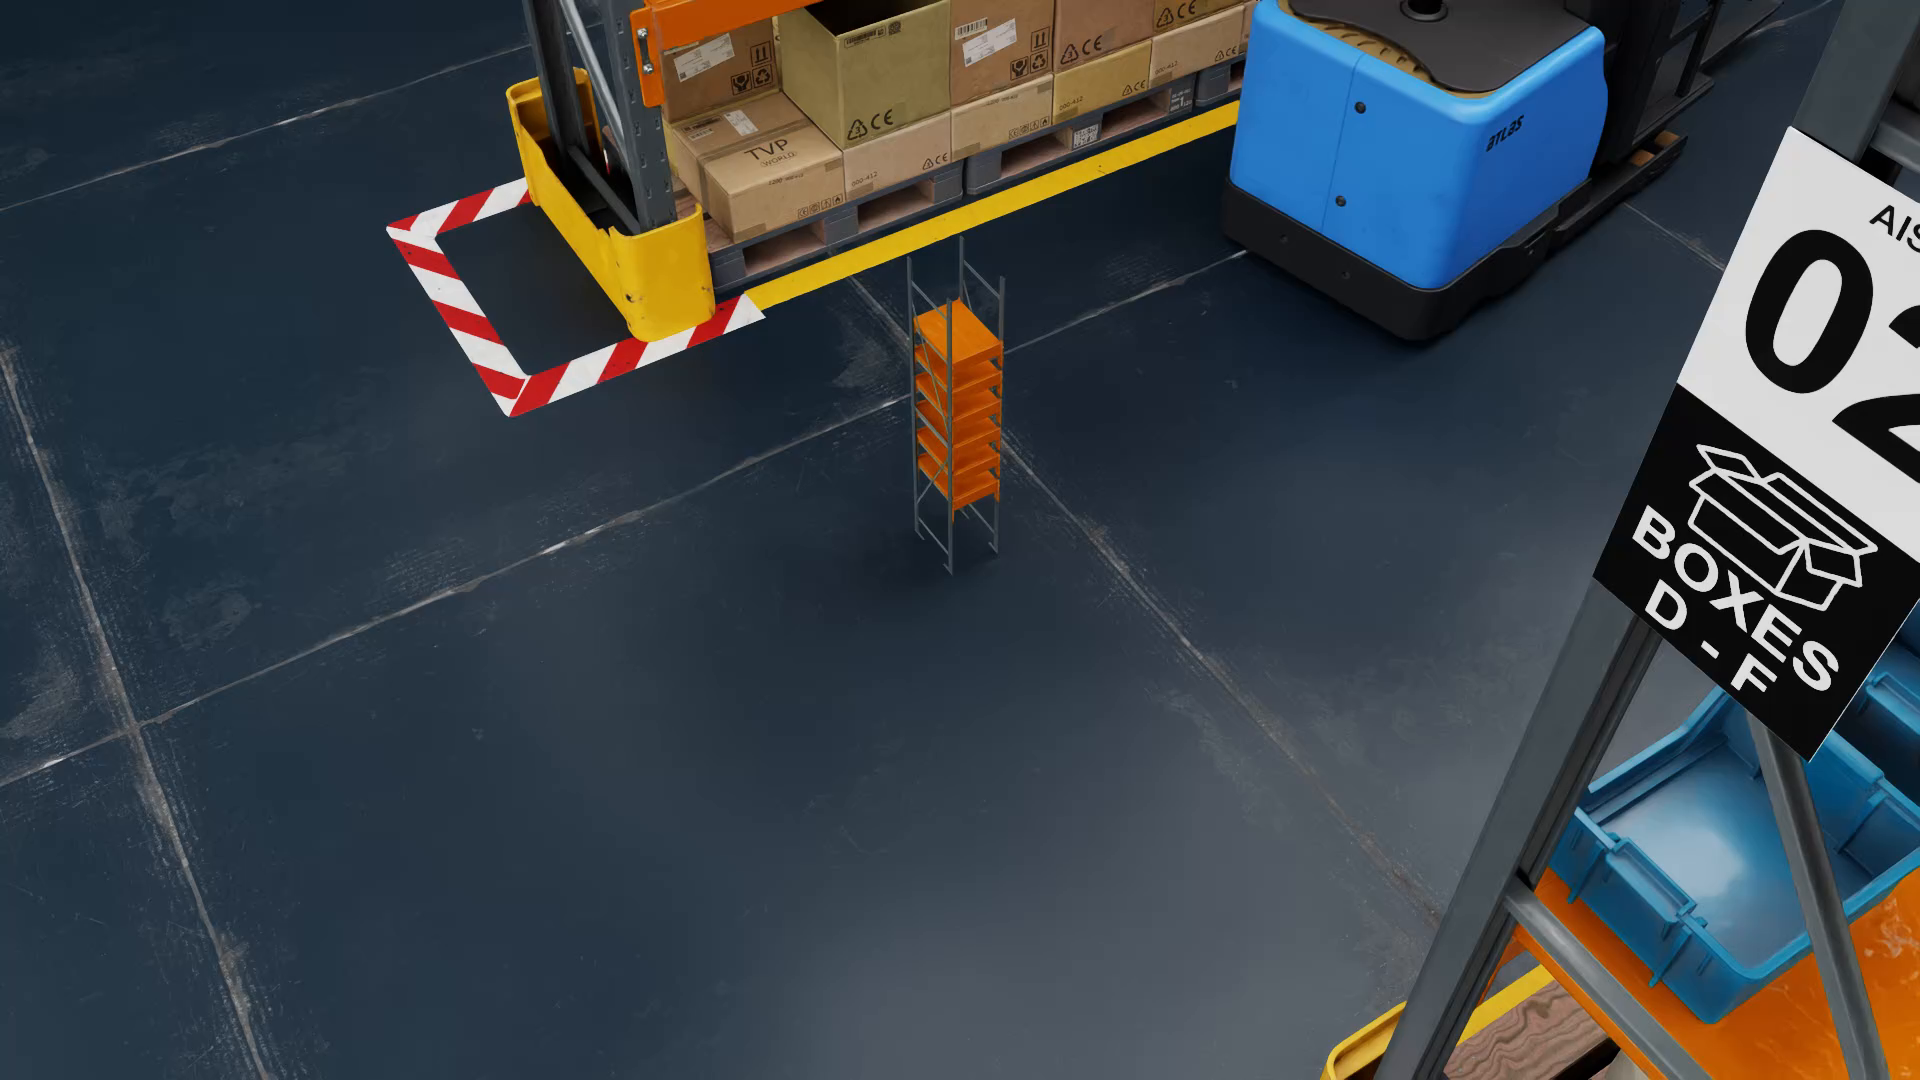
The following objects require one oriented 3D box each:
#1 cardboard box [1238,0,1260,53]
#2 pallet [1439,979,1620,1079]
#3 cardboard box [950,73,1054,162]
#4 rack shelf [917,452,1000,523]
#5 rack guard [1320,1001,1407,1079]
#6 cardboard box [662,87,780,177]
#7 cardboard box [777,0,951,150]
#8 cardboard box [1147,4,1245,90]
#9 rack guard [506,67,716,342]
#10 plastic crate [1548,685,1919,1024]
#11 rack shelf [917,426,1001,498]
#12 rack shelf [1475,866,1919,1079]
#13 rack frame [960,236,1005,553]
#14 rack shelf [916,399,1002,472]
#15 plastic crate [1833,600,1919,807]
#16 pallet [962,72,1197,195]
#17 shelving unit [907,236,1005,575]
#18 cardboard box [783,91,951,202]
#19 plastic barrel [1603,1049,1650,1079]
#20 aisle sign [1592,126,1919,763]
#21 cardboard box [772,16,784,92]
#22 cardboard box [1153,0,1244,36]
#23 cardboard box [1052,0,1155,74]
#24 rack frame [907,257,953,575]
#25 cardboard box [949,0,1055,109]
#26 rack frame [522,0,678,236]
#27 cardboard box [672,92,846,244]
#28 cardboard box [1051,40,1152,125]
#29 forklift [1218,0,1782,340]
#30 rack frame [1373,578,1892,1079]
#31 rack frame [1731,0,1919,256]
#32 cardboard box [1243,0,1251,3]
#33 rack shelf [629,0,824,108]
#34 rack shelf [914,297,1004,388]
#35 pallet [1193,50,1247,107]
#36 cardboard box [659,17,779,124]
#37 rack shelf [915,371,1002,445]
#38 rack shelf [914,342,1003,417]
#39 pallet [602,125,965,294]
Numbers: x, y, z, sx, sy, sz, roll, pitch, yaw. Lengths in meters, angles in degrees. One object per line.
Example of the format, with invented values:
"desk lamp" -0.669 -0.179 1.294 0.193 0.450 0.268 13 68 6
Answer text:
"cardboard box" 1.307 -2.494 7.522 0.500 0.250 0.500 -25 53 -21
"pallet" 1.997 1.486 4.285 1.213 0.211 1.003 -25 53 -21
"cardboard box" 0.044 -1.890 6.984 0.500 0.250 0.500 -25 53 -21
"rack shelf" -0.012 -0.204 5.509 0.180 0.103 0.258 -25 53 -21
"rack guard" 1.307 1.711 3.892 0.348 0.500 1.175 -25 53 -21
"cardboard box" -1.076 -1.816 6.919 0.500 0.250 0.500 -25 53 -21
"cardboard box" -0.378 -1.939 6.526 0.500 0.500 0.500 -25 53 -21
"cardboard box" 0.892 -2.286 7.337 0.500 0.250 0.500 -25 53 -21
"rack guard" -1.392 -1.350 6.617 0.348 0.500 1.175 -25 53 -21
"plastic crate" 1.532 0.600 3.306 0.616 0.251 0.499 -25 53 -21
"rack shelf" -0.012 -0.284 5.420 0.180 0.103 0.258 -25 53 -21
"rack shelf" 2.960 0.382 3.883 4.000 0.370 1.077 -25 53 -21
"rack frame" 0.065 -0.430 5.329 0.006 1.200 0.240 -25 53 -21
"rack shelf" -0.012 -0.364 5.330 0.180 0.103 0.258 -25 53 -21
"plastic crate" 2.084 0.345 3.534 0.408 0.251 0.499 -25 53 -21
"pallet" 0.283 -2.078 7.459 1.213 0.211 1.003 -25 53 -21
"shelving unit" -0.012 -0.393 5.297 0.189 1.200 0.258 -25 53 -21
"cardboard box" -0.379 -1.691 6.807 0.500 0.250 0.500 -25 53 -21
"plastic barrel" 1.784 1.316 3.954 0.421 0.512 0.421 0 48 0
"aisle sign" 1.049 -0.084 2.076 0.004 0.787 0.394 -25 53 -21
"cardboard box" -0.659 -2.023 7.103 0.500 0.250 0.500 -25 53 -21
"cardboard box" 0.886 -2.543 7.064 0.500 0.500 0.500 -25 53 -21
"cardboard box" 0.471 -2.335 6.878 0.500 0.500 0.500 -25 53 -21
"rack frame" -0.090 -0.357 5.264 0.006 1.200 0.240 -25 53 -21
"cardboard box" 0.038 -2.146 6.711 0.500 0.500 0.500 -25 53 -21
"rack frame" -1.372 -2.191 5.692 0.127 3.000 1.000 -25 53 -21
"cardboard box" -0.800 -1.489 6.628 0.500 0.250 0.500 -25 53 -21
"cardboard box" 0.470 -2.086 7.159 0.500 0.250 0.500 -25 53 -21
"forklift" 2.469 -2.717 6.207 3.031 2.935 1.130 -36 57 -27
"rack frame" 1.268 0.939 2.905 0.127 3.000 1.000 -25 53 -21
"rack frame" 1.268 -1.056 0.665 0.127 3.000 1.000 -25 53 -21
"cardboard box" 1.307 -2.745 7.243 0.500 0.500 0.500 -25 53 -21
"rack shelf" 0.320 -2.748 6.671 4.000 0.370 1.077 -25 53 -21
"rack shelf" -0.012 -0.603 5.061 0.180 0.103 0.258 -25 53 -21
"pallet" 1.316 -2.567 7.895 1.213 0.211 1.003 -25 53 -21
"cardboard box" -1.077 -2.067 6.640 0.500 0.500 0.500 -25 53 -21
"rack shelf" -0.012 -0.444 5.240 0.180 0.103 0.258 -25 53 -21
"rack shelf" -0.012 -0.523 5.151 0.180 0.103 0.258 -25 53 -21
"pallet" -0.747 -1.595 7.029 1.213 0.211 1.003 -25 53 -21
